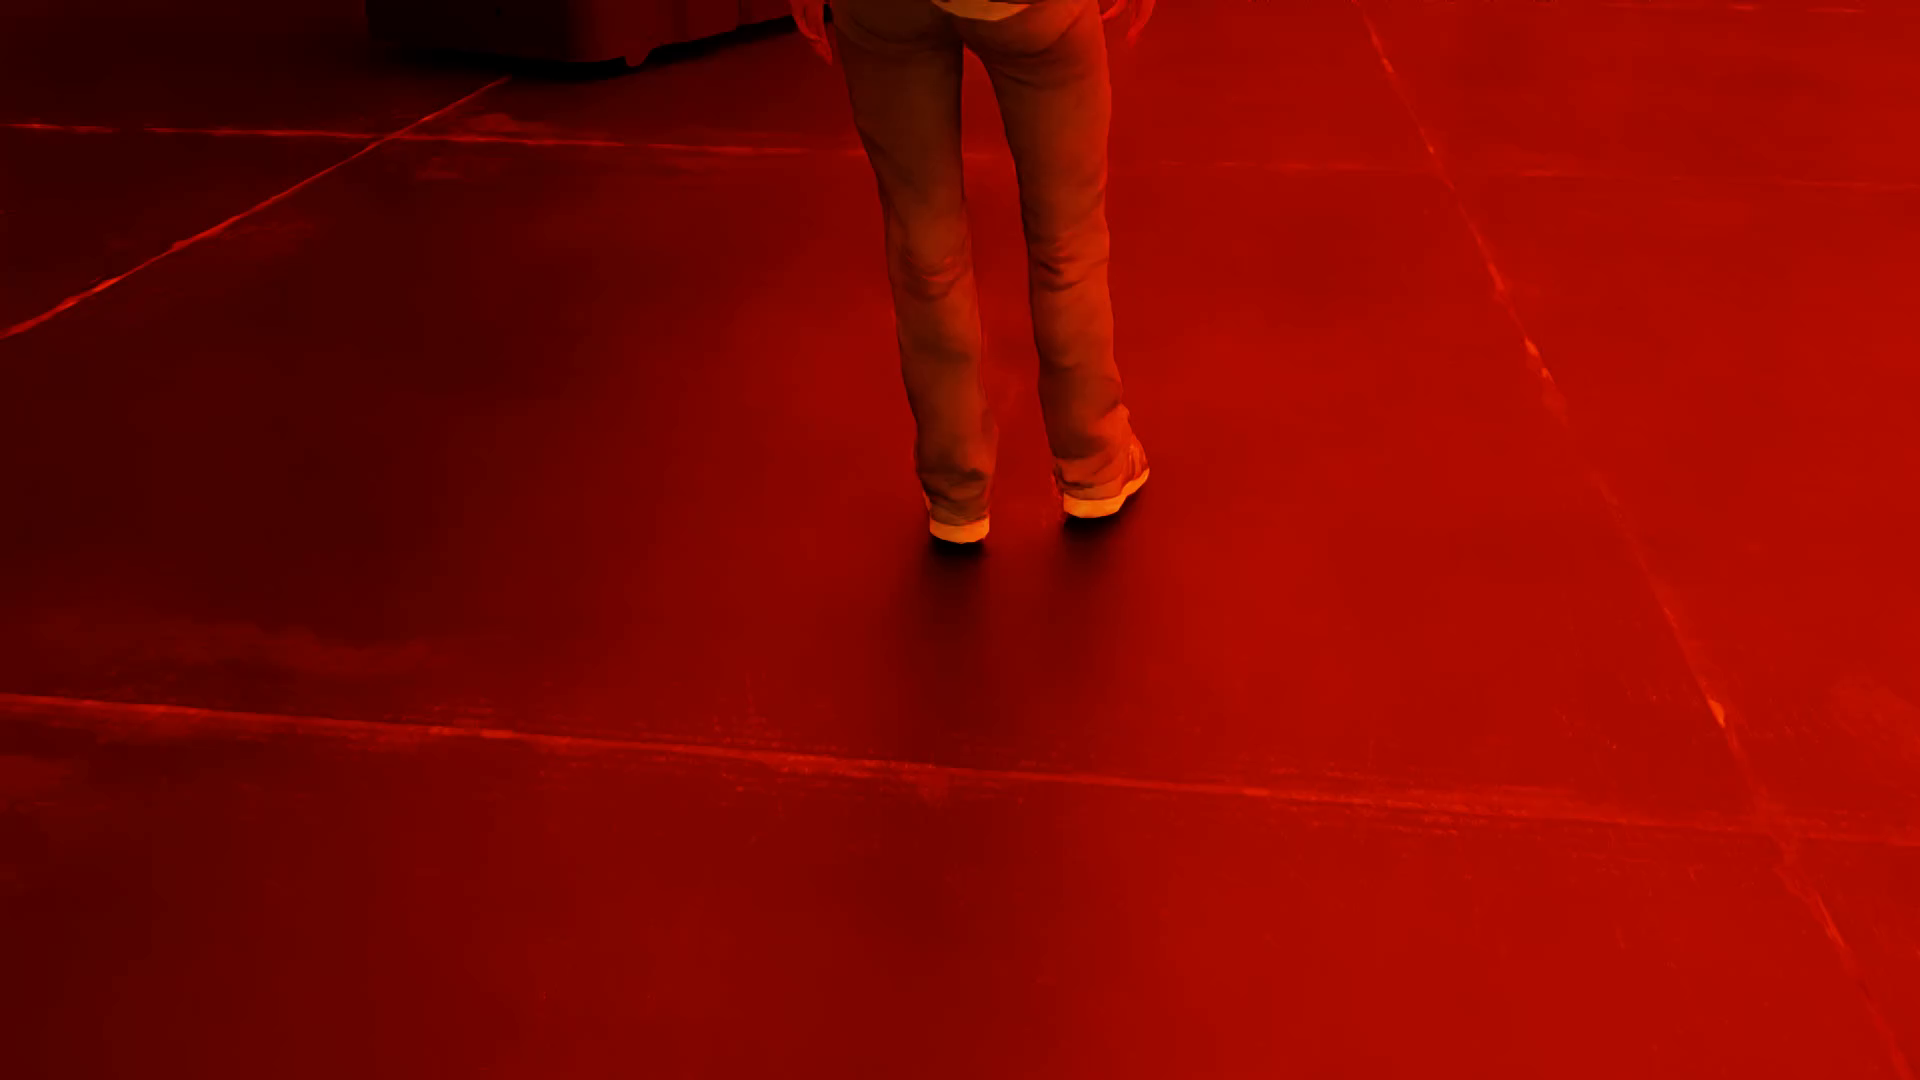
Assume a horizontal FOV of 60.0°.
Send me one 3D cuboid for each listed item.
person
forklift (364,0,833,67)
[{"bbox_3d":[0.024,-0.753,2.205,0.521,1.597,0.474,3,27,7],"label":"person"},{"bbox_3d":[-0.977,-3.520,6.272,1.130,2.935,3.031,13,29,24],"label":"forklift"}]
